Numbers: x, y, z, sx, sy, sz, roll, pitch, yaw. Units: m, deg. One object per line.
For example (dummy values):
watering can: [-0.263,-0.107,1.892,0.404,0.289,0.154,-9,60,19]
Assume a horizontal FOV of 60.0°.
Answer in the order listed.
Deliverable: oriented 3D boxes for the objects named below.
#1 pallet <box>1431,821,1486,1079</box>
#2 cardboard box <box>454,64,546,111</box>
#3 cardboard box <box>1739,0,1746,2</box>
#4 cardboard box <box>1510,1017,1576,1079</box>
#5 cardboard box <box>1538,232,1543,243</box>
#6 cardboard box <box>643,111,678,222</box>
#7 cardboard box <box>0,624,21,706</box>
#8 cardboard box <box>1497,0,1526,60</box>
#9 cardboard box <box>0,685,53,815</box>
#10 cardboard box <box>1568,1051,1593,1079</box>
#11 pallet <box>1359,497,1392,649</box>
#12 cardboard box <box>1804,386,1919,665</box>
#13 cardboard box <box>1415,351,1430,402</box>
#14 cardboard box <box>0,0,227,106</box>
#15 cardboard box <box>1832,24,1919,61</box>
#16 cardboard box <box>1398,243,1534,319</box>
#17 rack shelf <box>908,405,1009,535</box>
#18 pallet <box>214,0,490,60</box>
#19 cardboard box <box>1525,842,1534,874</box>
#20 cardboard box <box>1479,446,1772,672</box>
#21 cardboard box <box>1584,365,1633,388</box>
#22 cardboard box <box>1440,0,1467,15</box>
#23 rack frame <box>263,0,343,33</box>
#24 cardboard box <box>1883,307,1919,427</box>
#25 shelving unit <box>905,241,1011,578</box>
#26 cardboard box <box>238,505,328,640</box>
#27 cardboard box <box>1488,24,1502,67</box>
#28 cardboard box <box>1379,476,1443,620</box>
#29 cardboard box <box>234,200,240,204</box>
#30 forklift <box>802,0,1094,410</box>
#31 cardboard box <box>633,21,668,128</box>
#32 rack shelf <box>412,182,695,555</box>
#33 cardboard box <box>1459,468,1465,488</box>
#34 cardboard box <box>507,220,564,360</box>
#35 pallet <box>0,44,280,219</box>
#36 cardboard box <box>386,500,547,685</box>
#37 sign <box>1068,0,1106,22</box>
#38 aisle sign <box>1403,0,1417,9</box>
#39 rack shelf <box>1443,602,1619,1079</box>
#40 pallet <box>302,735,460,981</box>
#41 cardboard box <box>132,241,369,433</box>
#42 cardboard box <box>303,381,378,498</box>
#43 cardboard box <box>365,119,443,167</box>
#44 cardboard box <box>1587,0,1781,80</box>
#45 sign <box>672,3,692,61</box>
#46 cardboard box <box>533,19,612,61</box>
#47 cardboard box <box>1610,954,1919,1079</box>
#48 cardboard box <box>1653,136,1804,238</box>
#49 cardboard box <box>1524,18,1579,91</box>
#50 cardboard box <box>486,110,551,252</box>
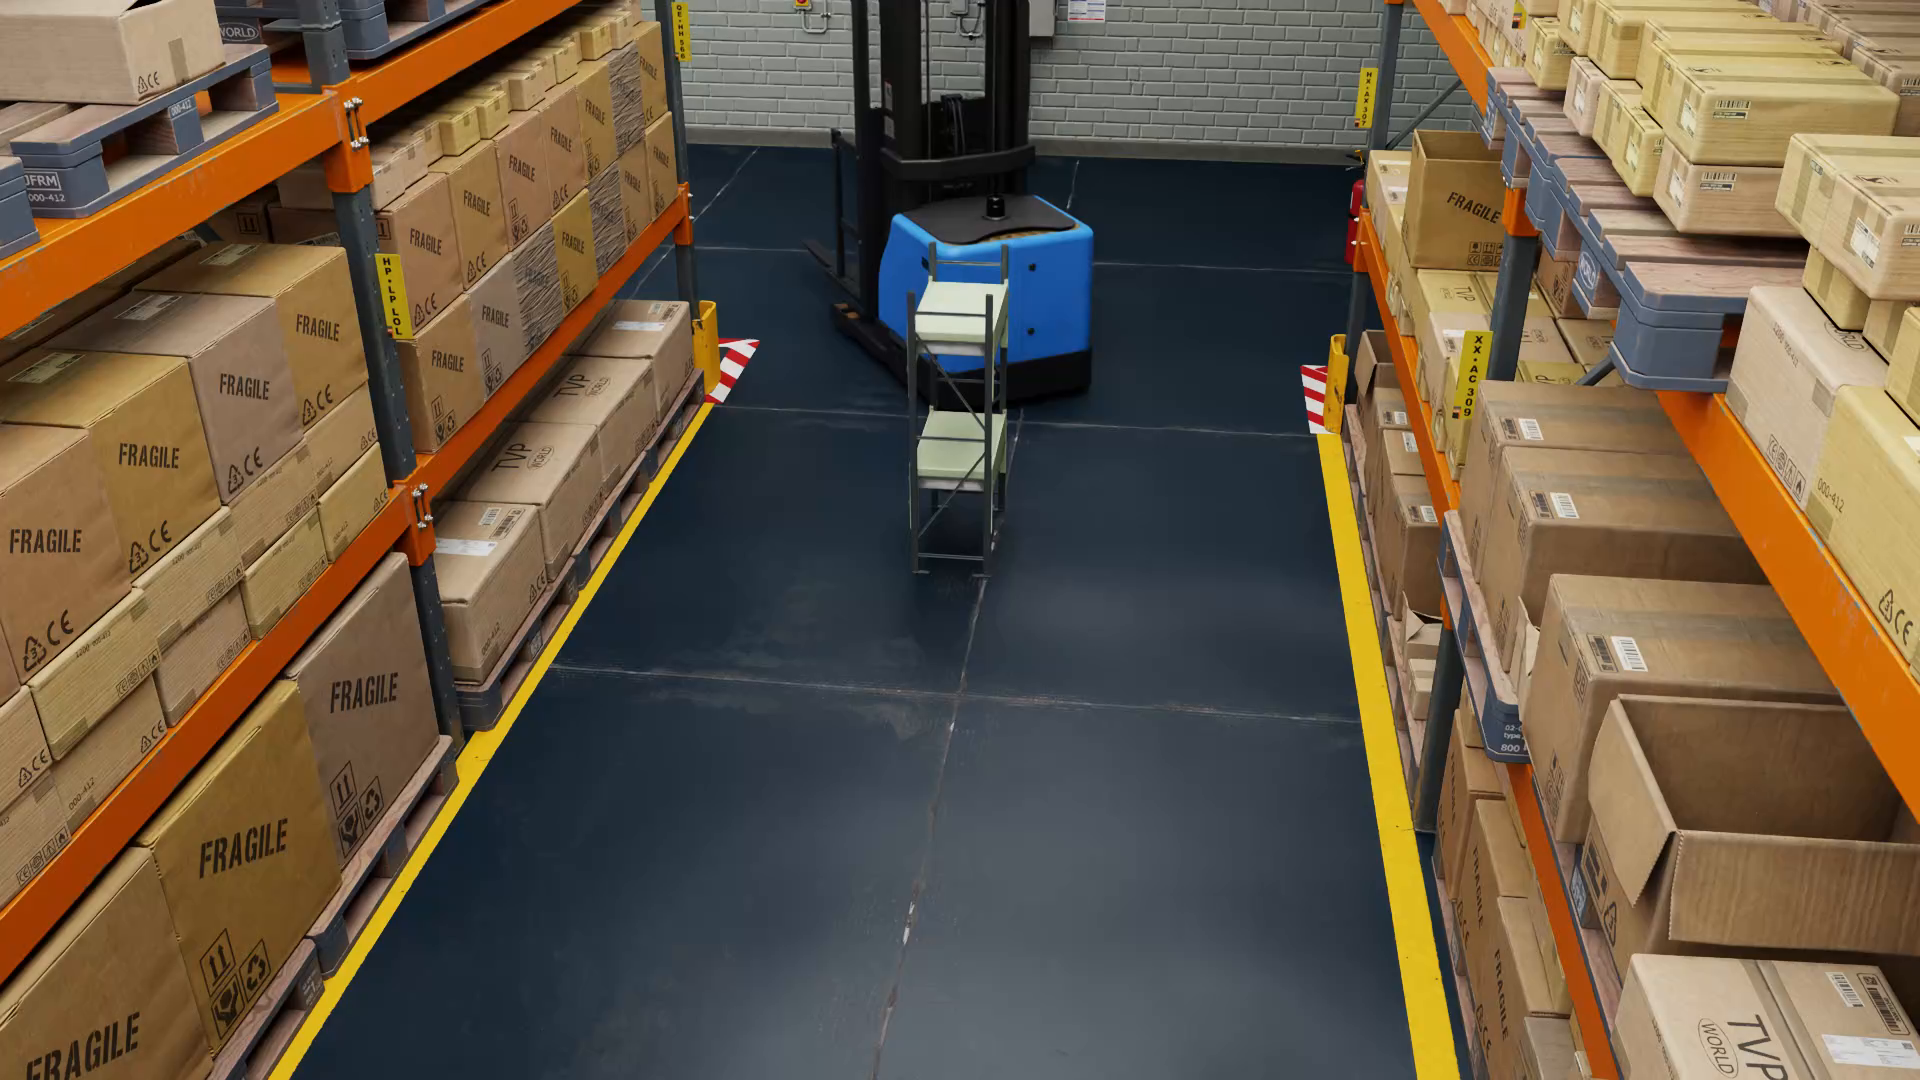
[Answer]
pallet: [2.244,1.455,5.826,1.003,0.211,1.213,3,28,6]
cardboard box: [-2.119,-2.063,7.574,0.380,0.149,0.250,3,29,6]
cardboard box: [2.385,-1.579,4.759,0.380,0.149,0.250,3,28,5]
cardboard box: [1.833,1.702,4.620,0.500,0.500,0.500,2,28,4]
cardboard box: [2.874,-1.398,8.027,0.500,0.250,0.500,4,29,8]
cardboard box: [-1.927,-2.129,9.433,0.500,0.500,0.500,4,29,6]
cardboard box: [-2.677,0.260,3.945,0.500,0.500,0.500,4,29,8]
cardboard box: [2.117,-1.785,5.582,0.500,0.250,0.500,3,29,6]
cardboard box: [-2.666,0.583,4.136,0.500,0.250,0.500,3,28,6]
cardboard box: [1.816,1.486,4.339,0.380,0.149,0.250,2,28,4]
pallet: [2.538,0.171,8.210,1.003,0.211,1.213,3,28,6]
cardboard box: [1.699,-0.021,2.623,0.500,0.250,0.500,3,29,6]
cardboard box: [2.175,-0.703,7.157,0.380,0.149,0.250,3,28,5]
cardboard box: [-2.520,-1.483,4.829,0.500,0.311,0.500,3,28,6]
cardboard box: [2.255,-1.094,3.859,0.380,0.149,0.250,3,28,5]
cardboard box: [2.312,-1.189,7.639,0.500,0.250,0.500,3,28,5]
rack shelf: [-0.001,-0.370,8.543,0.431,0.370,0.720,3,28,6]
pallet: [-2.510,-2.110,6.435,1.003,0.211,1.213,3,28,6]
cardboard box: [2.001,1.012,5.218,0.380,0.149,0.250,3,28,5]
cardboard box: [1.962,0.072,4.905,0.700,0.500,0.500,4,29,7]
cardboard box: [2.635,-0.440,6.248,0.500,0.250,0.500,3,28,6]
cardboard box: [2.217,-2.280,6.922,0.380,0.149,0.250,4,29,7]
rack frame: [-2.620,-3.085,4.989,1.000,3.000,0.127,3,28,6]
cardboard box: [1.717,-0.248,2.623,0.380,0.149,0.250,3,28,6]
shelving unit: [-0.001,-0.657,8.388,0.431,1.500,0.755,3,28,6]
cardboard box: [-2.489,0.087,5.583,0.500,0.250,0.500,3,28,5]
cardboard box: [2.132,-1.795,6.021,0.380,0.149,0.250,4,29,8]
cardboard box: [2.357,0.046,7.694,0.700,0.500,0.500,2,28,4]
cardboard box: [-2.899,-1.377,6.301,0.380,0.149,0.250,3,28,5]
forklift: [-0.248,-2.750,10.765,1.130,2.935,3.031,-12,31,-21]
cardboard box: [-1.953,-2.570,9.199,0.500,0.500,0.500,4,29,8]
rack shelf: [-2.375,-1.069,8.330,1.077,0.370,4.000,3,28,6]
cardboard box: [2.095,-0.212,6.245,0.380,0.149,0.250,4,29,7]
cardboard box: [-2.170,-1.164,7.643,0.500,0.500,0.500,4,29,7]
pallet: [-2.684,-1.246,4.939,0.805,0.209,1.217,2,28,4]
cardboard box: [-2.437,0.210,7.457,0.875,0.438,0.875,3,28,5]
sign: [1.120,-4.819,14.632,0.329,0.494,0.001,3,28,6]
aisle sign: [2.513,-3.234,8.849,0.394,0.787,0.004,3,28,6]
rack shelf: [2.061,1.101,4.303,1.077,0.370,4.000,3,28,6]
pallet: [-2.640,1.151,6.391,1.003,0.211,1.213,3,28,6]
cardboard box: [-2.426,-0.703,5.734,0.500,0.500,0.500,4,29,8]
cardboard box: [-2.433,-0.377,5.917,0.500,0.250,0.500,3,28,6]
cardboard box: [-2.319,-1.592,6.699,0.380,0.149,0.250,3,28,6]
cardboard box: [1.794,-1.243,4.135,0.380,0.149,0.250,3,28,5]
sign: [-1.593,-2.903,9.505,0.100,0.325,0.005,3,28,6]
cardboard box: [-2.003,-2.553,8.482,0.380,0.149,0.250,4,29,7]
cardboard box: [1.624,1.091,3.277,0.500,0.250,0.500,2,28,4]
cardboard box: [1.712,-0.754,3.541,0.380,0.149,0.250,4,29,7]
cardboard box: [1.809,-1.359,4.664,0.380,0.149,0.250,4,29,7]
cardboard box: [-2.180,-1.616,7.428,0.500,0.500,0.500,4,29,7]
